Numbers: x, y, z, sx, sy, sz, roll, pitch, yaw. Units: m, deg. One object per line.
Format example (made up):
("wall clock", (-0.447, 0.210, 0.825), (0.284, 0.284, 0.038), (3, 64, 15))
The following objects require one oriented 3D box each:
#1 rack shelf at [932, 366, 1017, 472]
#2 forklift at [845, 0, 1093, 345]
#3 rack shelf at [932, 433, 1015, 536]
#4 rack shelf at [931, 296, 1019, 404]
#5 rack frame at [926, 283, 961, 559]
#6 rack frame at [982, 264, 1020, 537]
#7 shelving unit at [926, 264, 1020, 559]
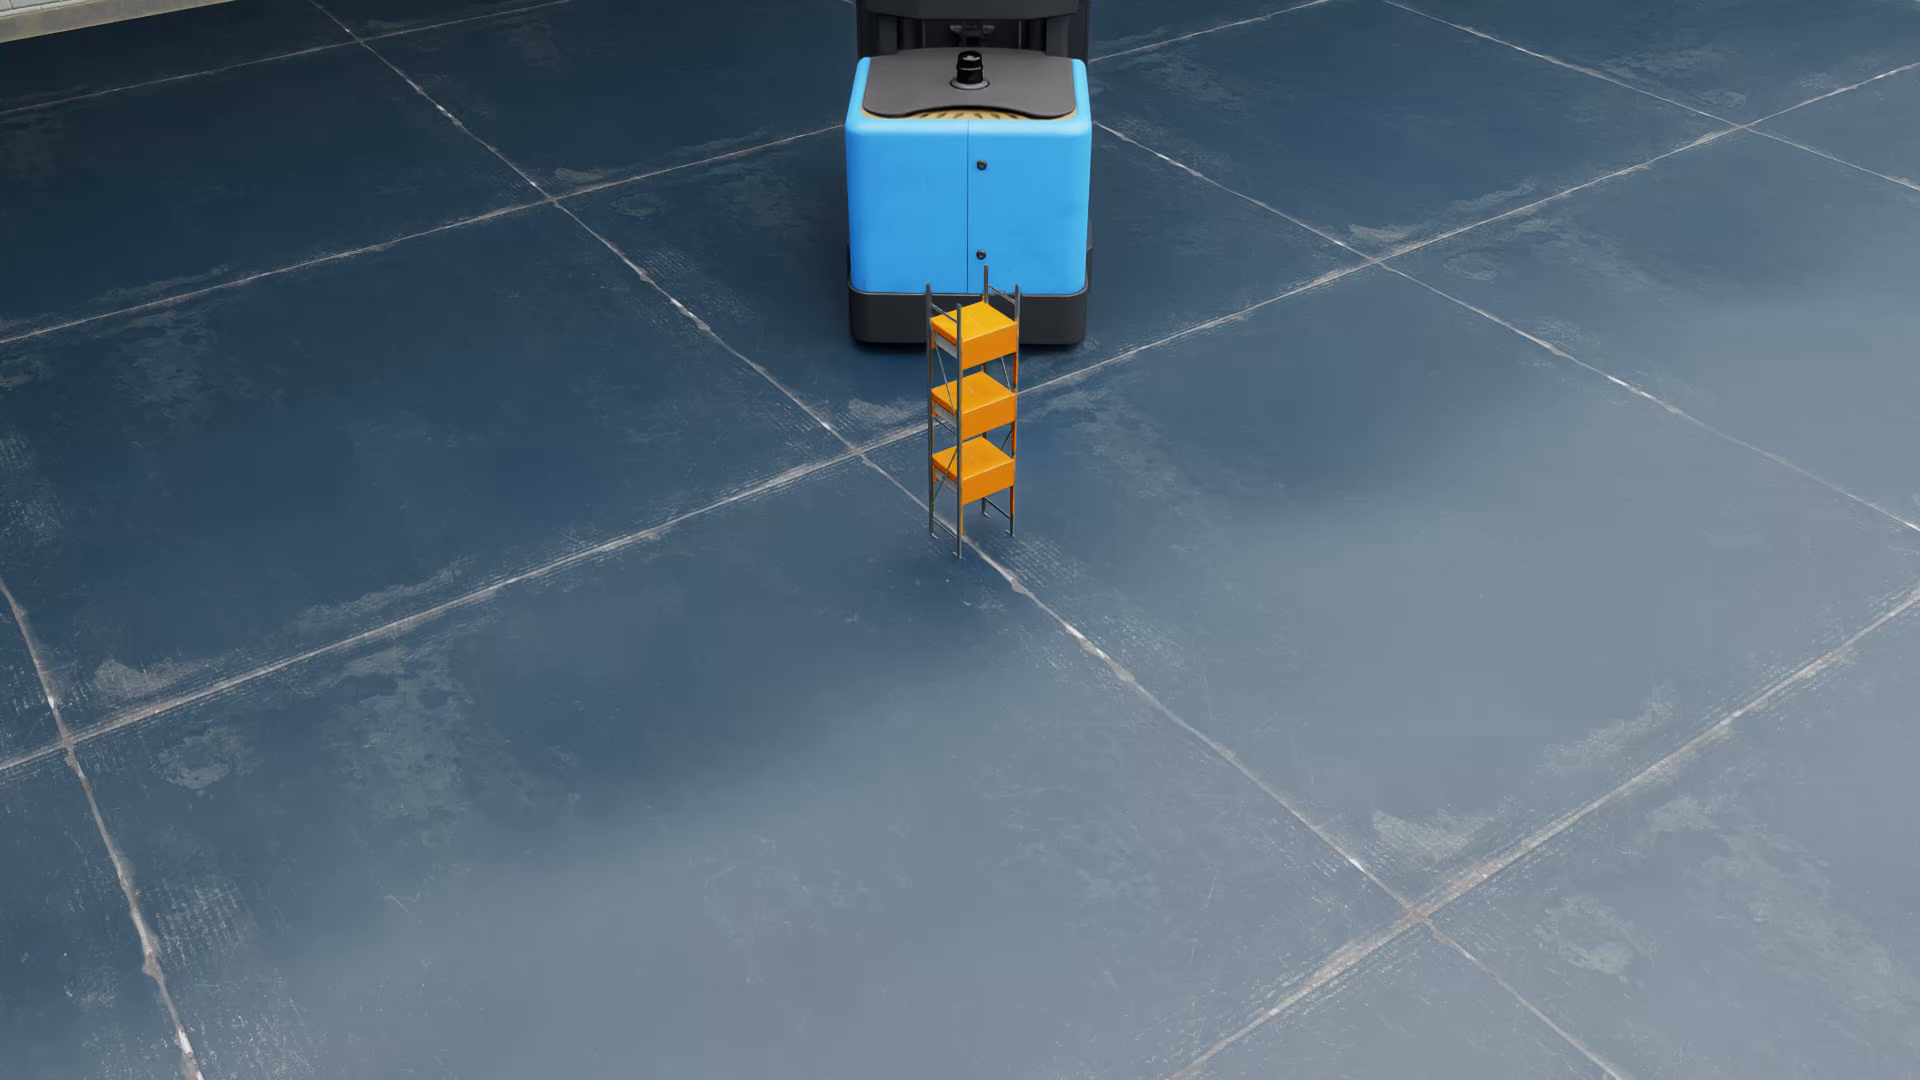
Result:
("rack shelf", (0.044, -0.436, 5.975), (0.240, 0.259, 0.215), (-22, 41, -28))
("forklift", (0.067, -2.881, 7.746), (1.130, 2.935, 3.031), (1, 36, 1))
("rack shelf", (0.044, -0.210, 6.137), (0.240, 0.259, 0.215), (-22, 41, -28))
("rack shelf", (0.044, -0.666, 5.809), (0.240, 0.259, 0.215), (-22, 41, -28))
("rack frame", (-0.056, -0.403, 5.911), (0.008, 1.050, 0.200), (-22, 41, -28))
("rack frame", (0.143, -0.485, 6.026), (0.008, 1.050, 0.200), (-22, 41, -28))
("shelving unit", (0.044, -0.444, 5.968), (0.252, 1.050, 0.215), (-22, 41, -28))
